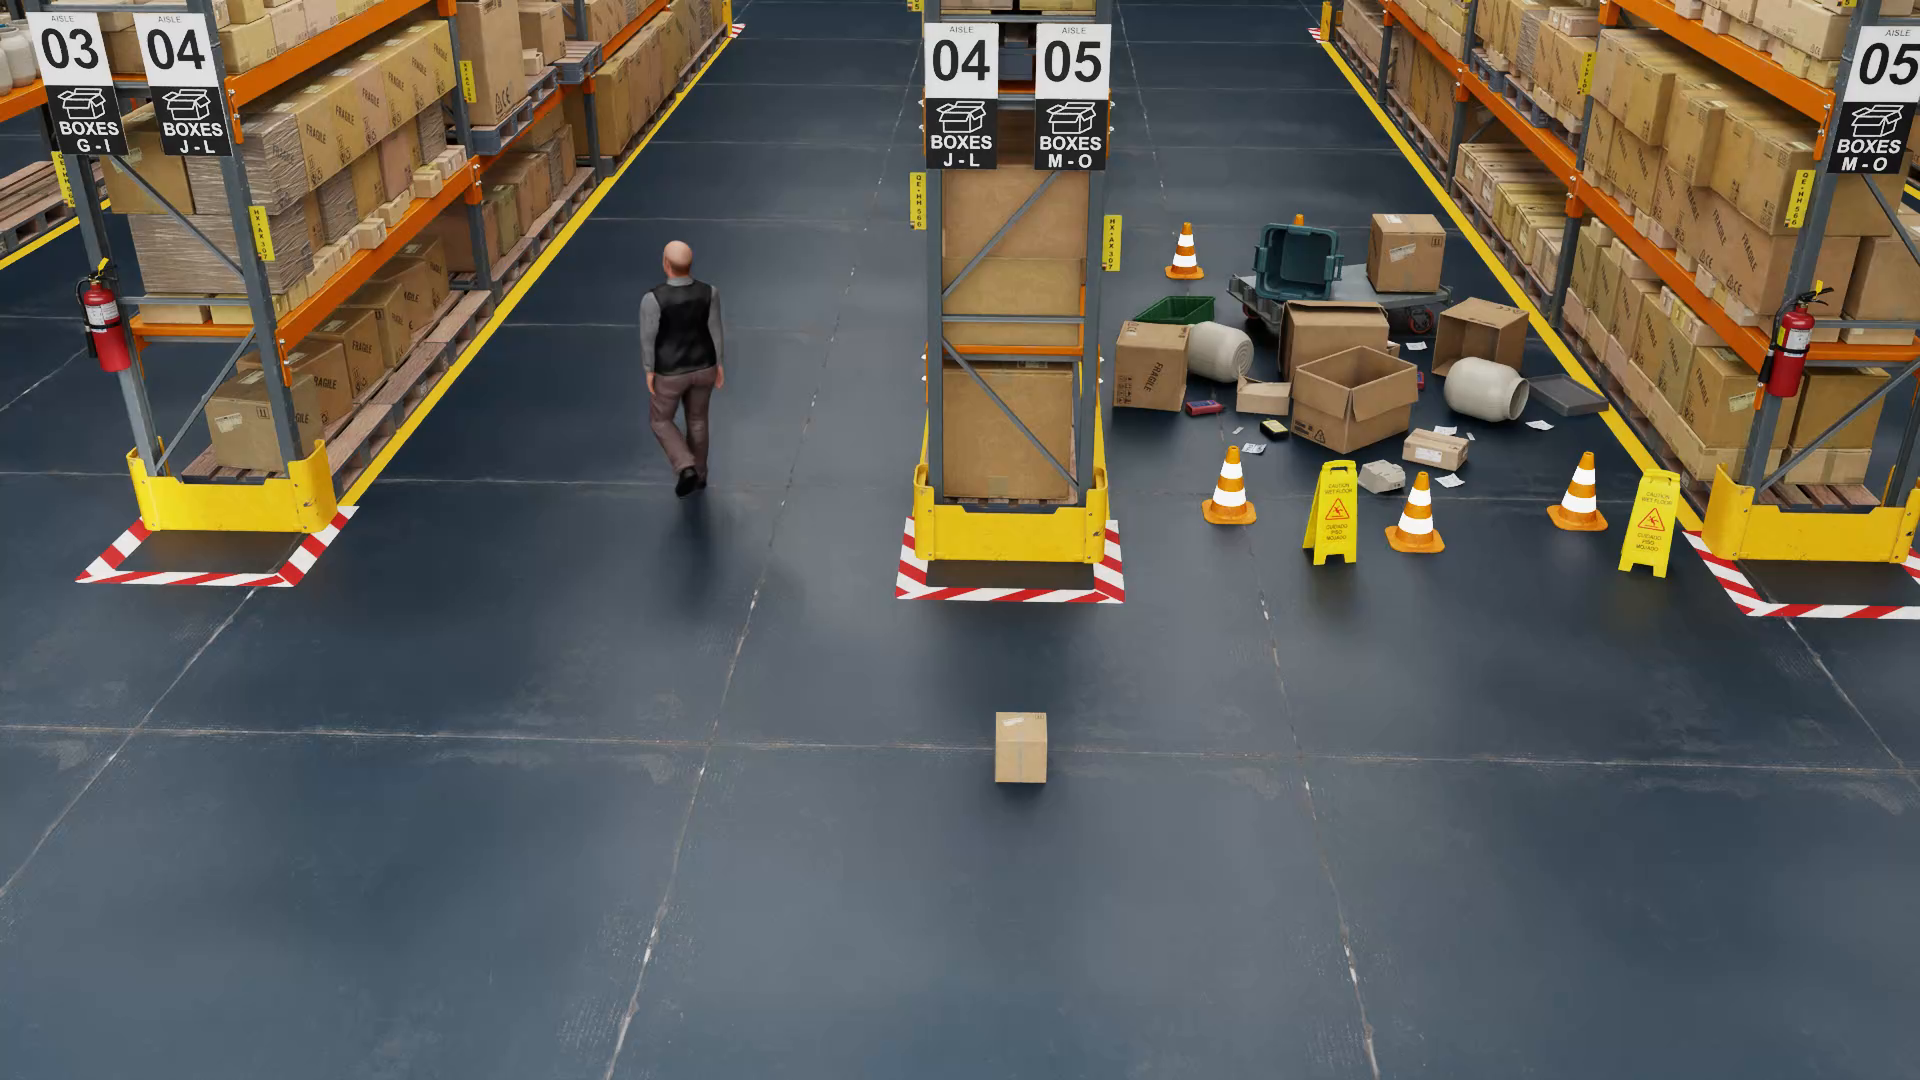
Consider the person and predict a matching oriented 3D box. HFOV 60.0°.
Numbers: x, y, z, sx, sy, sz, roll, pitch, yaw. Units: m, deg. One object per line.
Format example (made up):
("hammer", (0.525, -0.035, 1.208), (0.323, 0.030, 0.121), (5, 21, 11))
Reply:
("person", (-1.761, -1.074, 10.646), (0.542, 1.709, 0.633), (-14, 31, -25))
